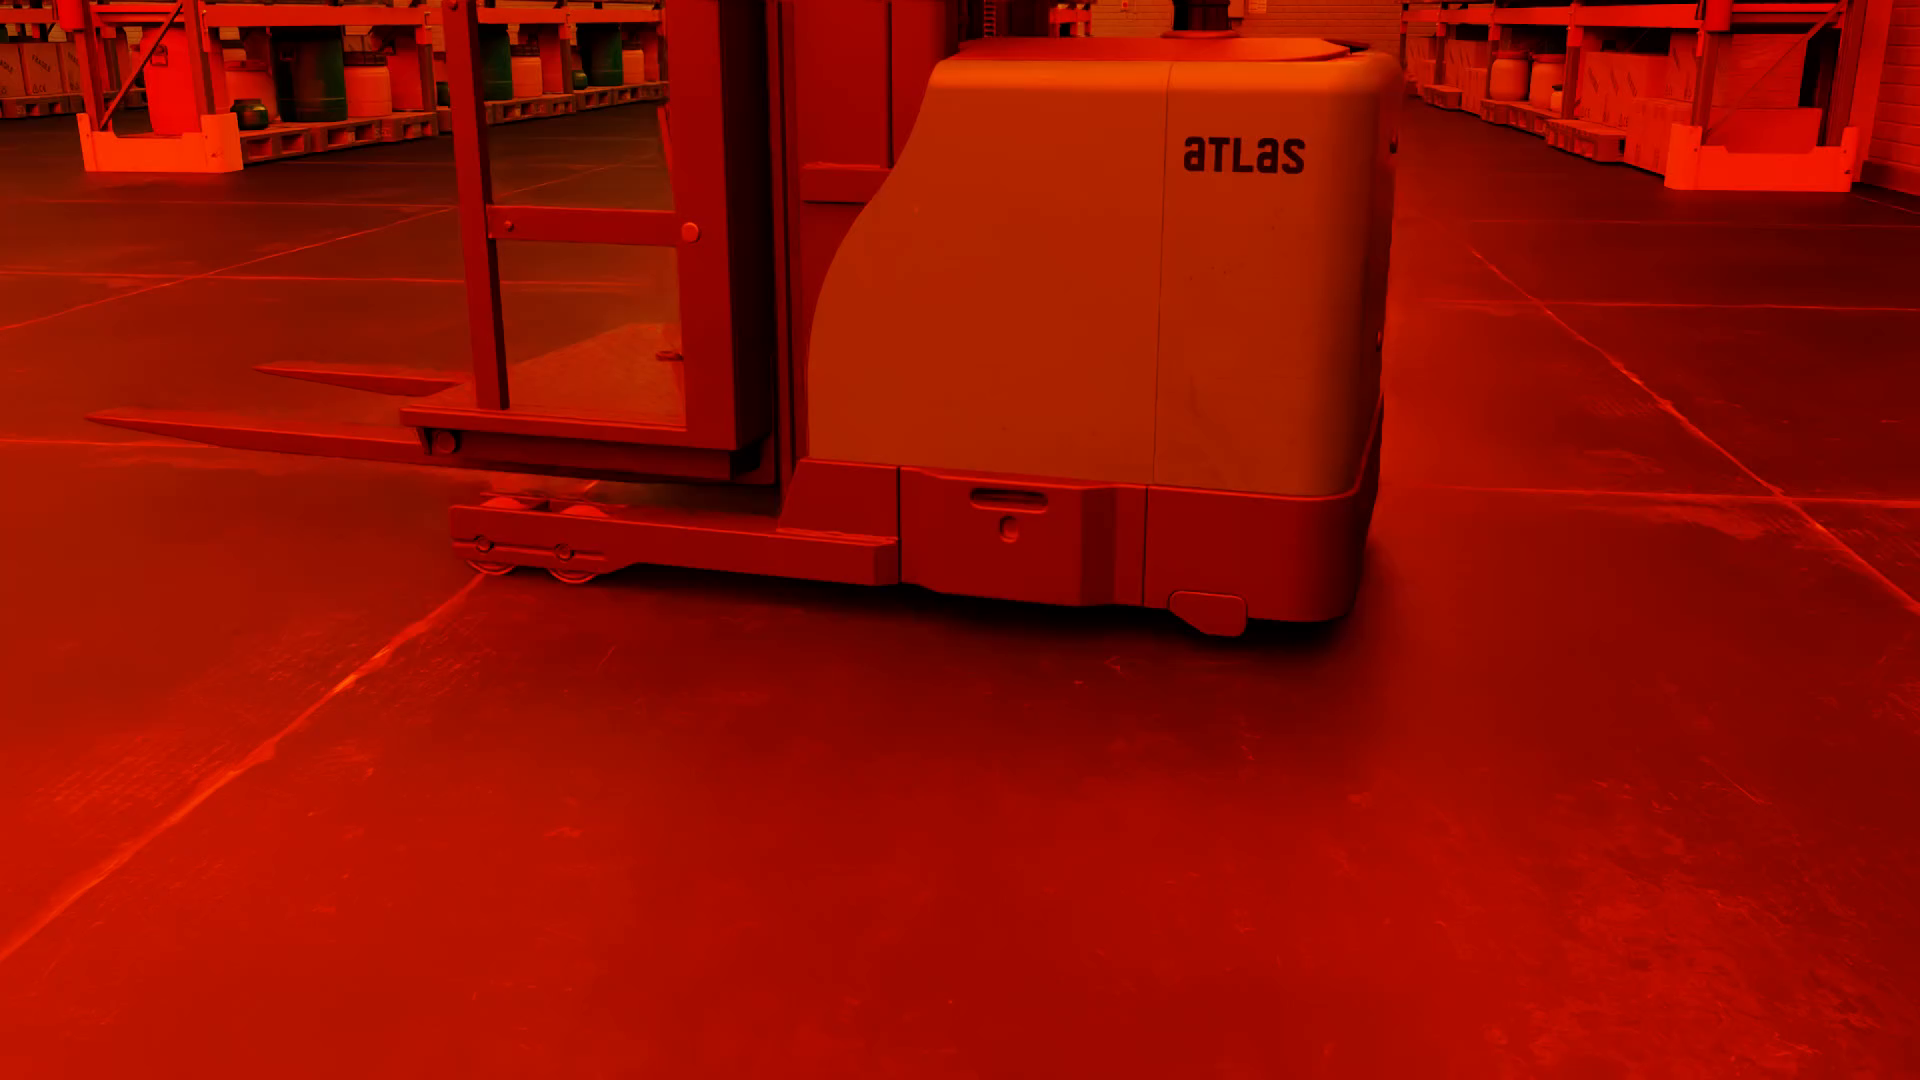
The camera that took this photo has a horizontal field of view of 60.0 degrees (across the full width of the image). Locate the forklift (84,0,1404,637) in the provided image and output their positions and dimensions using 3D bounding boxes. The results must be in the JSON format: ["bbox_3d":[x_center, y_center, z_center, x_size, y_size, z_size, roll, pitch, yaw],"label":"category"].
[{"bbox_3d":[-0.586,-1.450,3.550,3.031,2.935,1.130,5,18,16],"label":"forklift"}]
